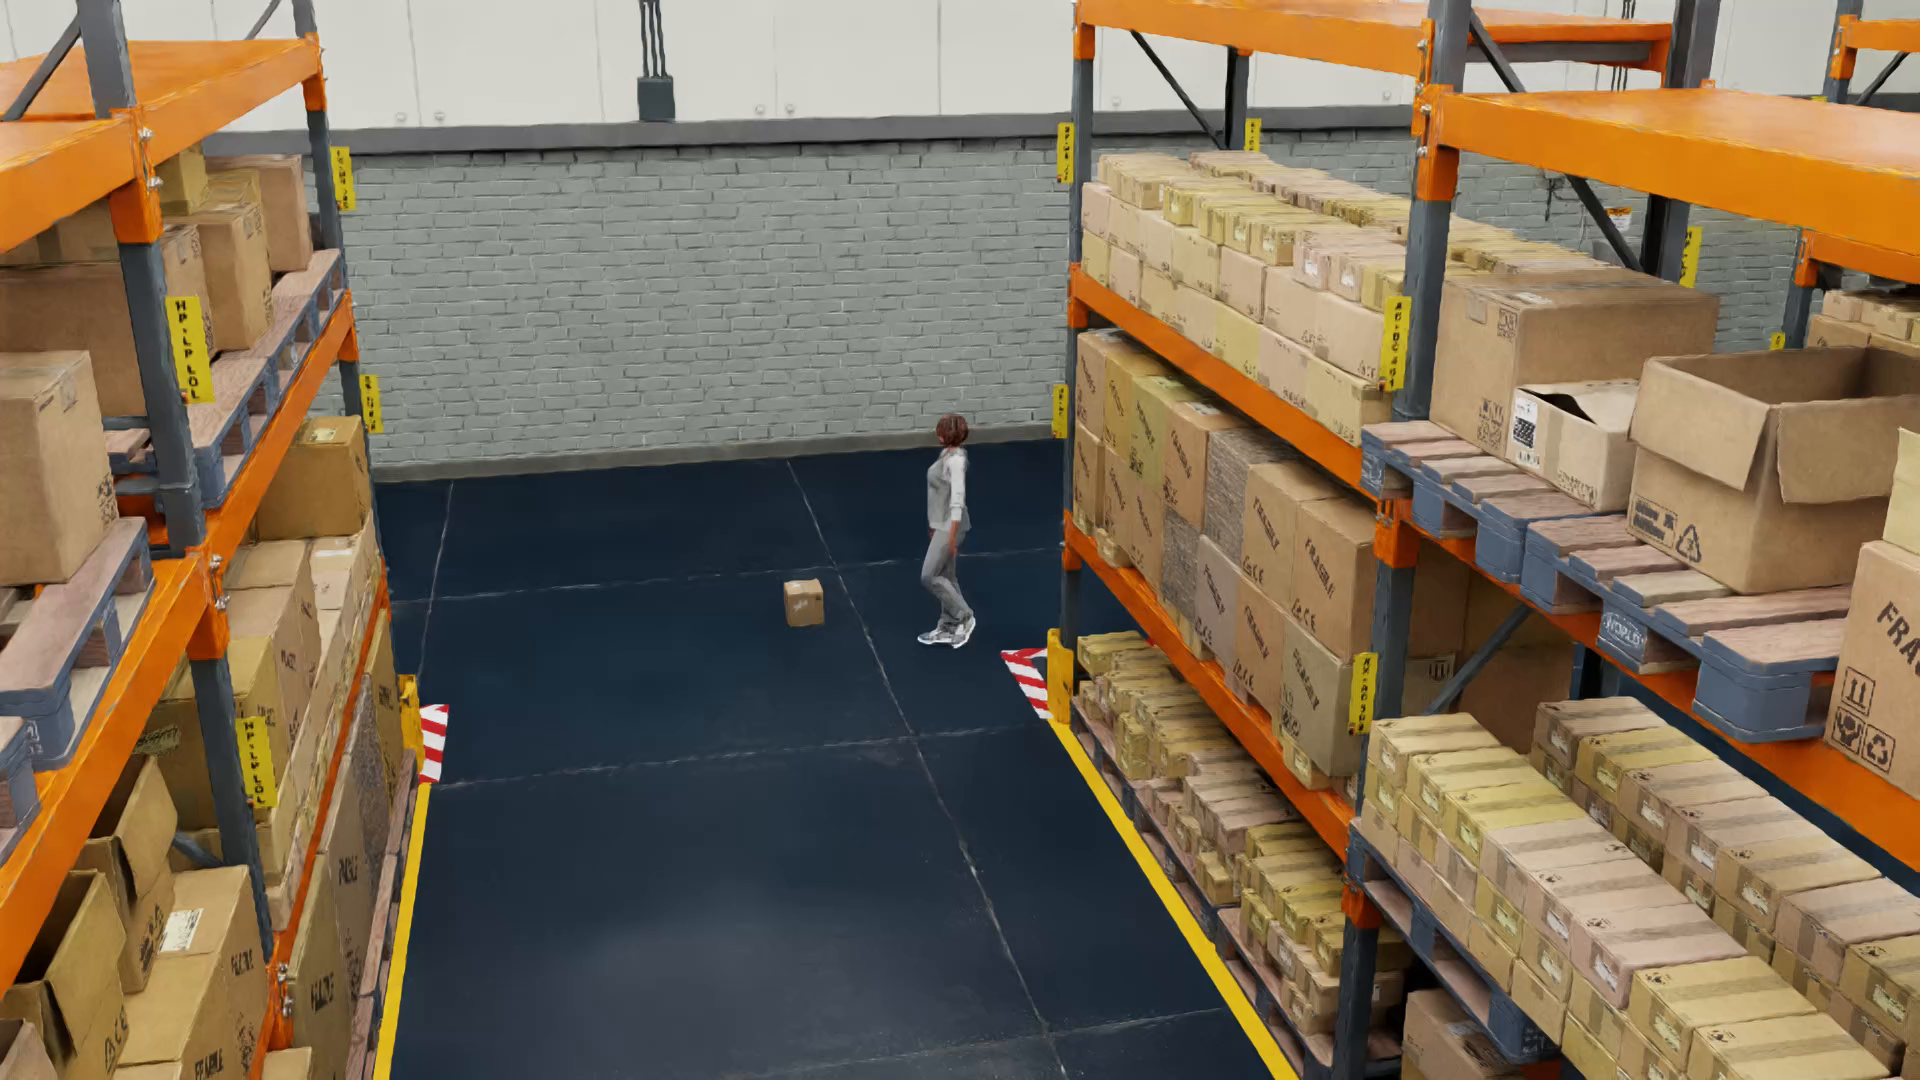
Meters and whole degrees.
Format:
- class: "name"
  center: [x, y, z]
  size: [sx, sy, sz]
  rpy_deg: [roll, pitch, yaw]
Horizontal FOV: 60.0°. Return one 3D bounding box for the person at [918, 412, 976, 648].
- class: "person"
  center: [-0.097, -0.058, 11.207]
  size: [0.396, 1.591, 0.528]
  rpy_deg: [-2, 20, -5]
